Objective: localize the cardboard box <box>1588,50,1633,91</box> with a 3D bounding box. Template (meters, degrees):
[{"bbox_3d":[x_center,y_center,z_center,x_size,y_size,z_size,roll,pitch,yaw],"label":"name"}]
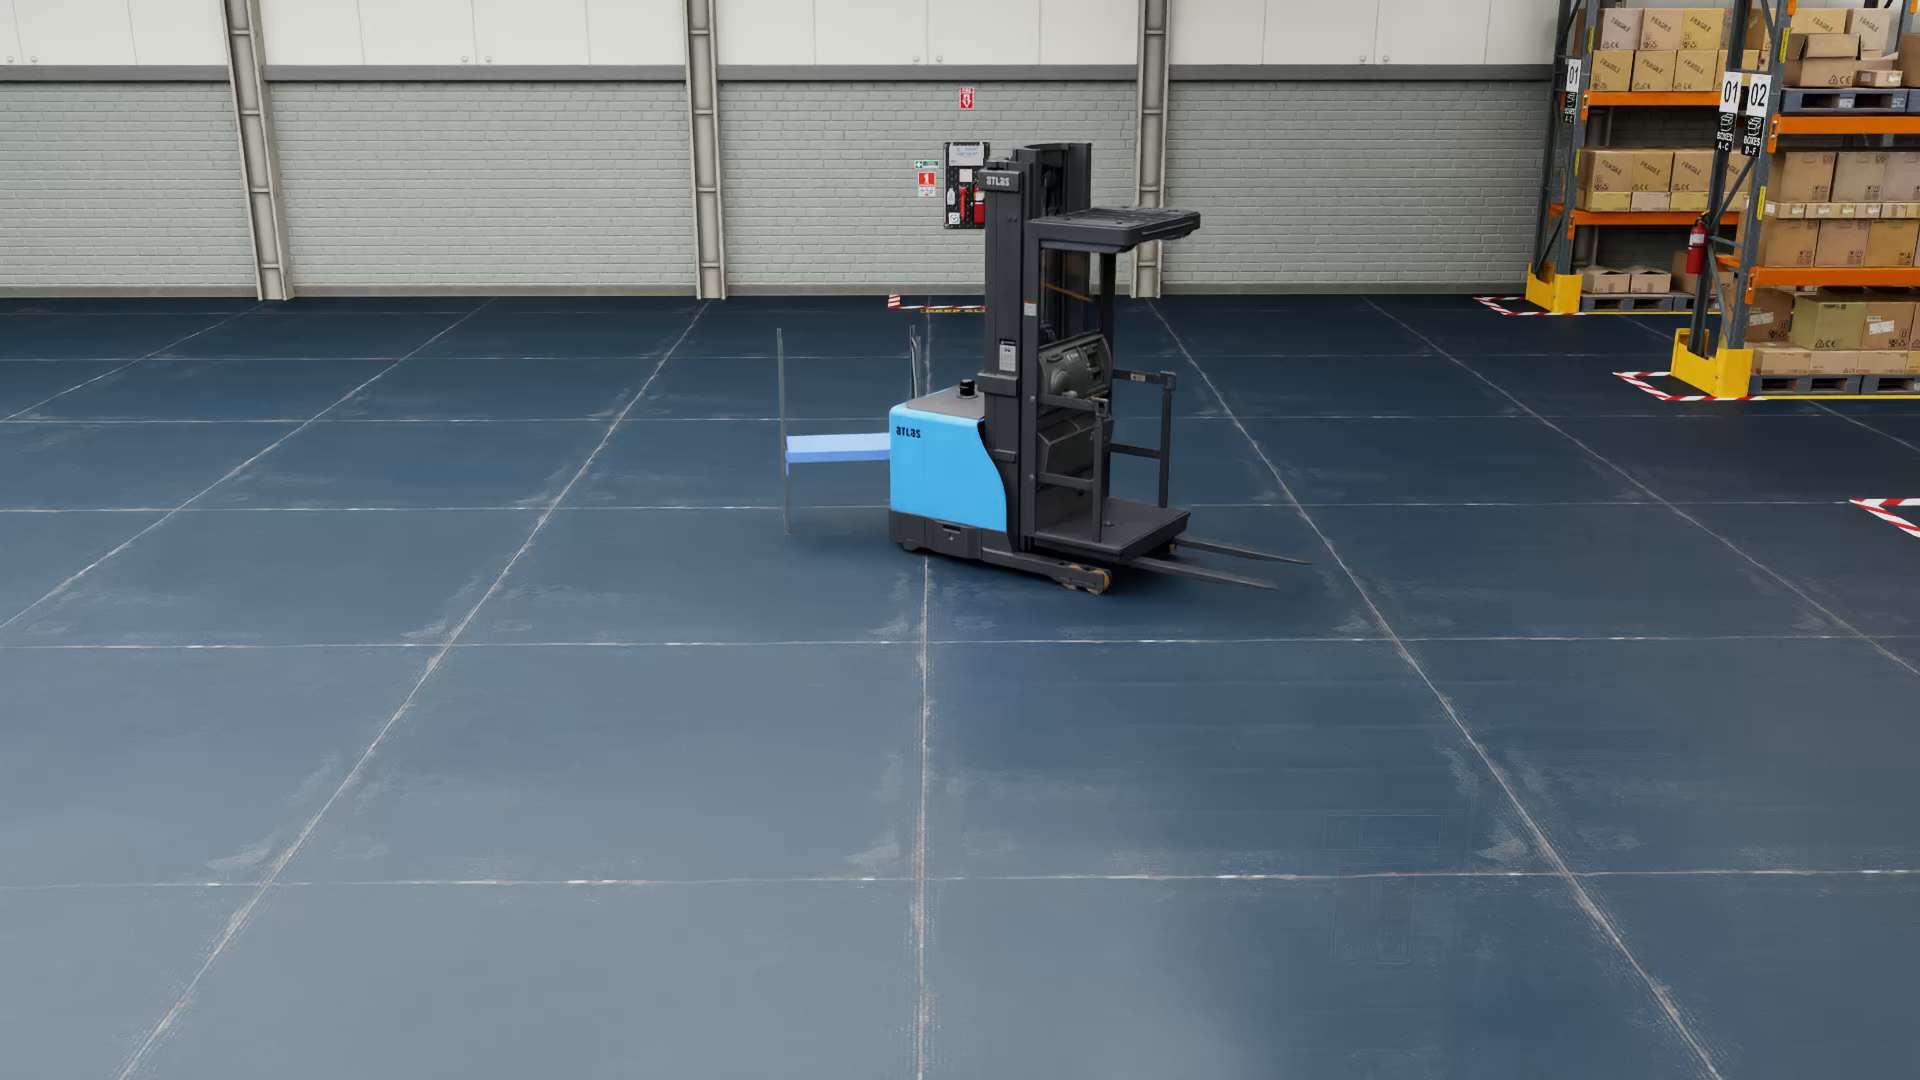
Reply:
[{"bbox_3d":[8.222,-5.994,21.216,0.500,0.500,0.500,0,18,1],"label":"cardboard box"}]

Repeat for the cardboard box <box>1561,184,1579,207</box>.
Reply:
[{"bbox_3d":[8.348,-4.583,22.137,0.500,0.250,0.500,0,18,0],"label":"cardboard box"}]

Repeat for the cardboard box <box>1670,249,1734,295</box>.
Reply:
[{"bbox_3d":[9.881,-3.570,22.137,0.500,0.500,0.700,-1,18,-4],"label":"cardboard box"}]

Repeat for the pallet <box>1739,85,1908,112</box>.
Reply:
[{"bbox_3d":[8.673,-4.452,16.751,1.213,0.211,1.003,0,18,-1],"label":"pallet"}]

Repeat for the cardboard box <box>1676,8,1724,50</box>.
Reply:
[{"bbox_3d":[9.287,-6.466,21.049,0.500,0.500,0.500,0,18,1],"label":"cardboard box"}]

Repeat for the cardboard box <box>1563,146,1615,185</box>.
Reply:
[{"bbox_3d":[8.352,-4.946,22.040,0.500,0.500,0.500,0,18,-1],"label":"cardboard box"}]

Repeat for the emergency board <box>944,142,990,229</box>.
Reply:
[{"bbox_3d":[0.099,-4.822,22.669,0.643,1.169,0.194,0,18,-1],"label":"emergency board"}]

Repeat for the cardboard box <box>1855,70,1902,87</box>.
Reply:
[{"bbox_3d":[9.145,-4.598,16.554,0.250,0.149,0.380,0,18,-1],"label":"cardboard box"}]

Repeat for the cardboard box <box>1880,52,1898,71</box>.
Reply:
[{"bbox_3d":[9.669,-4.812,16.956,0.500,0.311,0.500,2,18,6],"label":"cardboard box"}]

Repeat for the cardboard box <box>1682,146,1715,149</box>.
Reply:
[{"bbox_3d":[9.876,-4.952,22.058,0.500,0.500,0.500,0,18,0],"label":"cardboard box"}]

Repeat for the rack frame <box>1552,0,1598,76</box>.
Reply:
[{"bbox_3d":[7.884,-7.440,21.009,0.127,3.000,1.000,0,18,-1],"label":"rack frame"}]

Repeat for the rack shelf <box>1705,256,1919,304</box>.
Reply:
[{"bbox_3d":[9.965,-2.738,17.349,4.000,0.370,1.077,0,18,-1],"label":"rack shelf"}]

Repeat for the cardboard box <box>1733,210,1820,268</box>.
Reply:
[{"bbox_3d":[8.433,-3.117,17.189,0.500,0.500,0.700,0,18,-1],"label":"cardboard box"}]

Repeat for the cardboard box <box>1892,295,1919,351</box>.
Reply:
[{"bbox_3d":[10.005,-2.260,17.267,0.500,0.500,0.500,0,18,-1],"label":"cardboard box"}]

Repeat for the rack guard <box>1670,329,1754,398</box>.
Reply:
[{"bbox_3d":[7.942,-1.880,17.591,0.348,0.500,1.175,0,18,-1],"label":"rack guard"}]

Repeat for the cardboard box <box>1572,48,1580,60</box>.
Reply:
[{"bbox_3d":[8.297,-6.148,21.696,0.500,0.500,0.500,1,18,3],"label":"cardboard box"}]

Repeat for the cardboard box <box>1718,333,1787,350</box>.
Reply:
[{"bbox_3d":[8.497,-2.054,17.855,0.500,0.250,0.500,0,18,-1],"label":"cardboard box"}]

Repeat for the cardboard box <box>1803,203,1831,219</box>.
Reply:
[{"bbox_3d":[8.625,-3.365,16.902,0.250,0.149,0.380,-1,18,-2],"label":"cardboard box"}]

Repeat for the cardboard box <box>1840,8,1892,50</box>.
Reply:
[{"bbox_3d":[11.387,-6.479,21.091,0.500,0.500,0.500,-2,18,-6],"label":"cardboard box"}]

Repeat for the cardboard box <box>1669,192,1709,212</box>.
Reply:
[{"bbox_3d":[9.405,-4.435,21.674,0.500,0.250,0.500,-1,18,-2],"label":"cardboard box"}]

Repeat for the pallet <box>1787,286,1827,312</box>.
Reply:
[{"bbox_3d":[11.212,-3.261,22.368,1.213,0.211,1.003,0,18,-1],"label":"pallet"}]

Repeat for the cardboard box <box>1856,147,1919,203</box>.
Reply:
[{"bbox_3d":[9.515,-3.742,17.013,0.500,0.500,0.700,0,18,-1],"label":"cardboard box"}]

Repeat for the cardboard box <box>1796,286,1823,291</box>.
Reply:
[{"bbox_3d":[11.349,-3.452,22.315,0.250,0.166,0.380,-3,18,-8],"label":"cardboard box"}]

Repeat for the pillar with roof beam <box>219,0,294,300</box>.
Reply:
[{"bbox_3d":[-9.360,-6.306,17.474,0.400,9.000,9.100,0,18,-1],"label":"pillar with roof beam"}]

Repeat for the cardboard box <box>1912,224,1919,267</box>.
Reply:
[{"bbox_3d":[9.981,-3.125,17.215,0.500,0.500,0.700,0,18,1],"label":"cardboard box"}]

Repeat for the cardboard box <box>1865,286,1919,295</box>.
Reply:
[{"bbox_3d":[9.997,-2.423,17.777,0.500,0.500,0.500,0,18,-1],"label":"cardboard box"}]

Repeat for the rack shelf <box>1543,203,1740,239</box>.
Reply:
[{"bbox_3d":[9.884,-4.251,22.066,4.000,0.370,1.077,0,18,-1],"label":"rack shelf"}]

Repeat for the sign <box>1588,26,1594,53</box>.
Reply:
[{"bbox_3d":[7.892,-6.262,20.817,0.005,0.325,0.100,0,18,-1],"label":"sign"}]

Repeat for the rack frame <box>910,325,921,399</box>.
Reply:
[{"bbox_3d":[-0.339,-0.864,12.786,0.032,1.500,0.500,-2,18,-7],"label":"rack frame"}]

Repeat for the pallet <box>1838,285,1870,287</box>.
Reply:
[{"bbox_3d":[12.662,-3.279,22.425,1.213,0.211,1.003,0,18,-1],"label":"pallet"}]

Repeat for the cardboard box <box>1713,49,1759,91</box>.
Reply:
[{"bbox_3d":[9.814,-5.999,21.230,0.500,0.500,0.500,1,18,3],"label":"cardboard box"}]

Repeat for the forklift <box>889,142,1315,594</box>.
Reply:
[{"bbox_3d":[0.982,-1.210,11.520,3.031,2.935,1.130,11,21,32],"label":"forklift"}]

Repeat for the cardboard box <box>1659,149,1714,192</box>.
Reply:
[{"bbox_3d":[9.377,-4.789,21.552,0.500,0.500,0.500,-1,18,-3],"label":"cardboard box"}]

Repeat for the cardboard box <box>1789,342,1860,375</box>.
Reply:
[{"bbox_3d":[9.005,-1.900,17.372,0.500,0.250,0.500,0,18,-1],"label":"cardboard box"}]

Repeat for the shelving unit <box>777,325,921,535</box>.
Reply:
[{"bbox_3d":[-0.843,-0.845,12.726,1.048,1.500,0.538,-2,18,-7],"label":"shelving unit"}]

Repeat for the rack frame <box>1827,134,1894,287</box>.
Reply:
[{"bbox_3d":[11.883,-4.603,21.986,0.127,3.000,1.000,0,18,-1],"label":"rack frame"}]

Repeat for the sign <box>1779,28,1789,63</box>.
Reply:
[{"bbox_3d":[7.968,-4.783,16.077,0.005,0.325,0.100,0,18,-1],"label":"sign"}]

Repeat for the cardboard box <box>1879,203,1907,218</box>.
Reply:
[{"bbox_3d":[9.394,-3.369,16.913,0.250,0.149,0.380,-1,18,-3],"label":"cardboard box"}]

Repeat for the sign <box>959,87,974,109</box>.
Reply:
[{"bbox_3d":[0.090,-5.956,22.409,0.199,0.298,0.001,0,18,-1],"label":"sign"}]

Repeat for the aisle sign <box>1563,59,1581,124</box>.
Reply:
[{"bbox_3d":[7.817,-5.730,21.242,0.004,0.787,0.394,0,18,-1],"label":"aisle sign"}]
